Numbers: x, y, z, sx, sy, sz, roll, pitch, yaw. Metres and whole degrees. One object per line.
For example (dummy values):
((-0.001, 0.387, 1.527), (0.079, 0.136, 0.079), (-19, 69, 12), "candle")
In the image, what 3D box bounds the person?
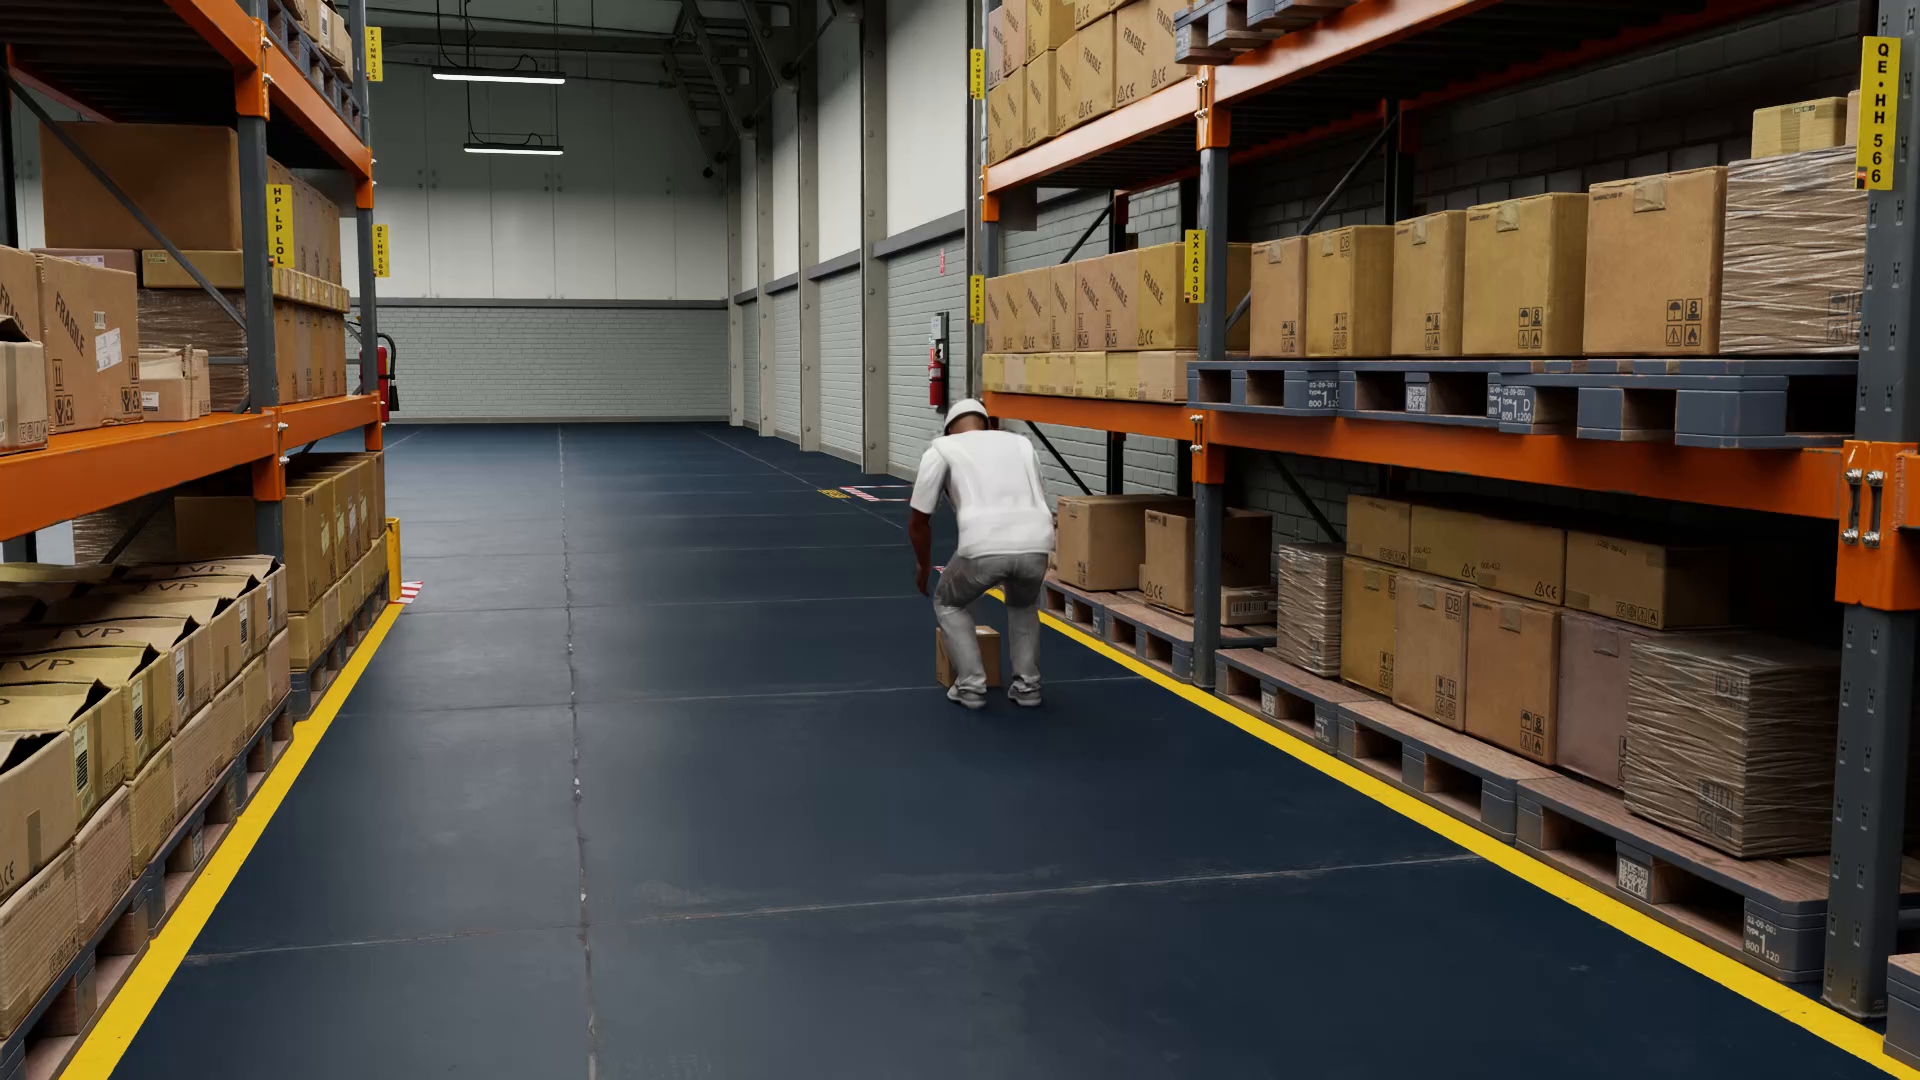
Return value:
((0.103, 0.051, 7.373), (0.631, 1.343, 0.792), (-1, 6, -14), "person")
